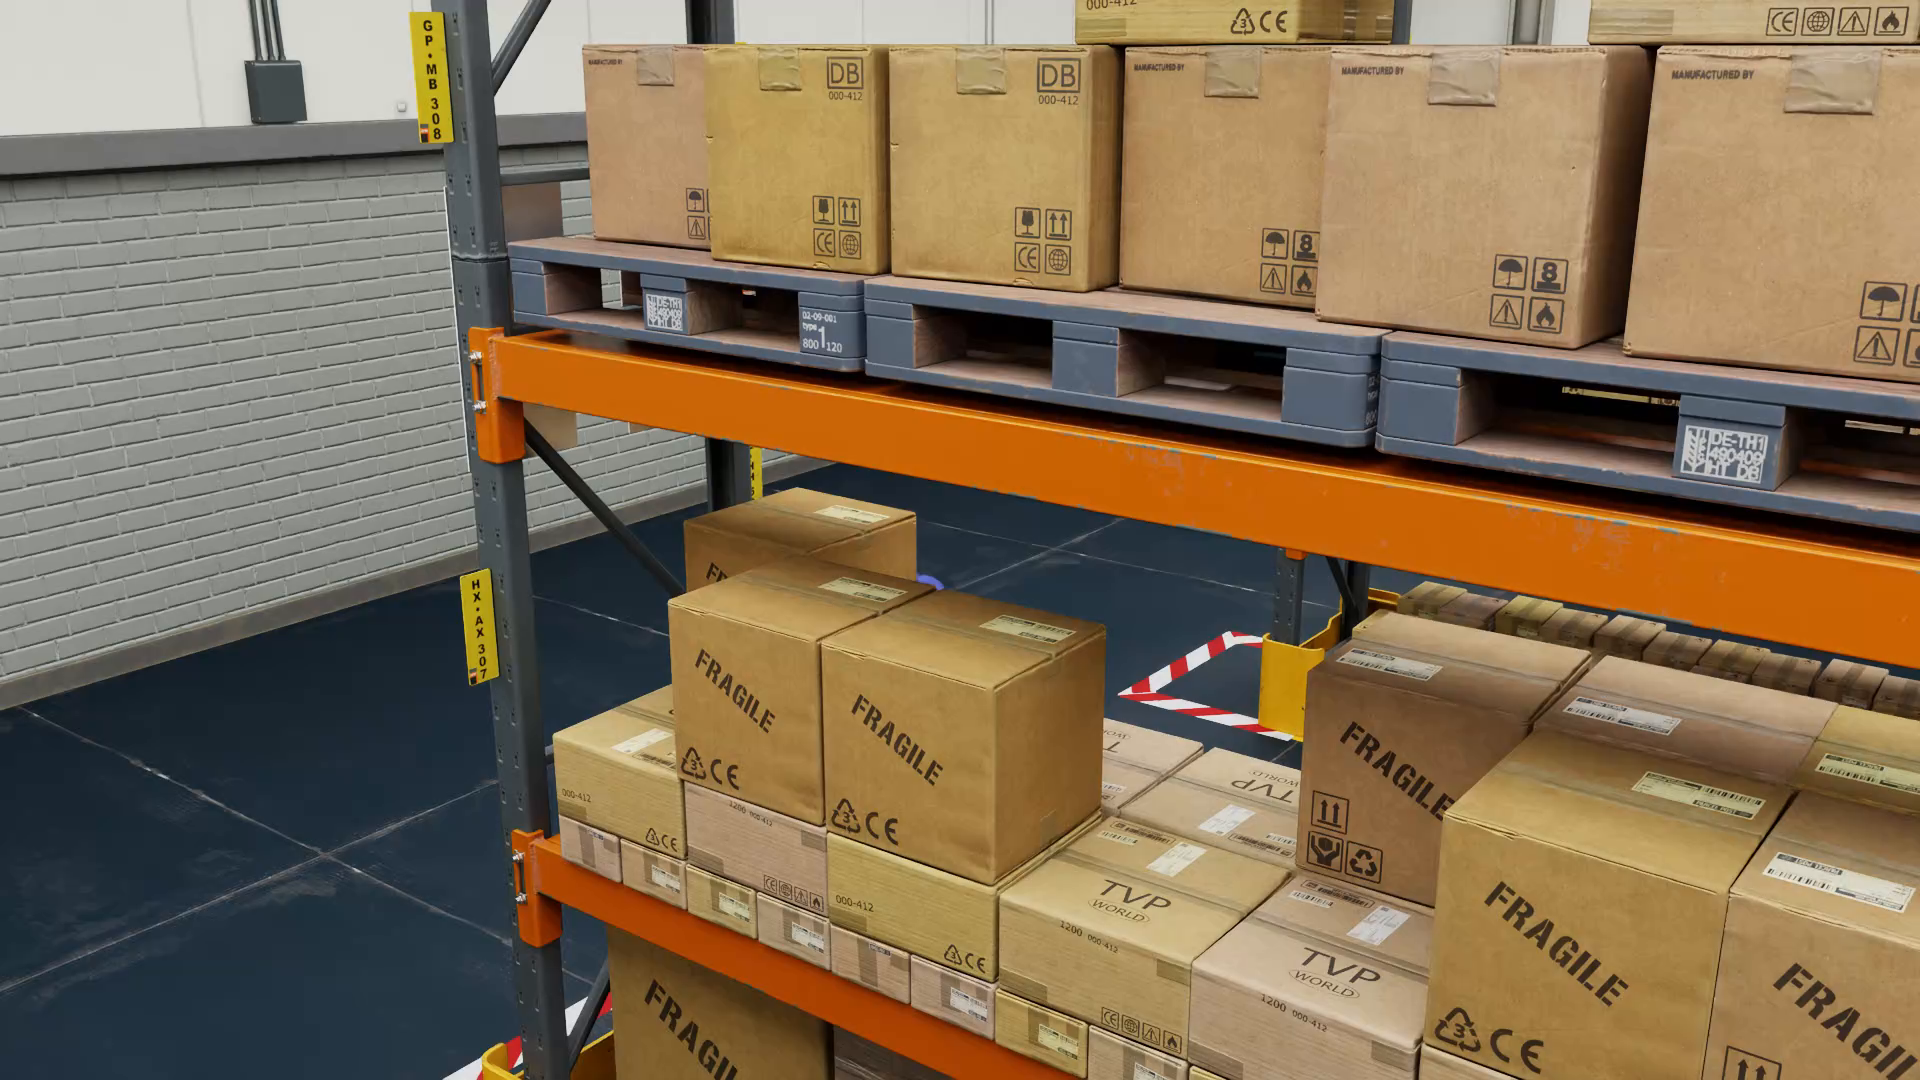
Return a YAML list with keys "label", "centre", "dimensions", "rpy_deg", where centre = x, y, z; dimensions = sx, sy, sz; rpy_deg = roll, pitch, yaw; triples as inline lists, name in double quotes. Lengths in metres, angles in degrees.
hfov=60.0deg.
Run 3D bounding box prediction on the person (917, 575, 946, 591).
- label: "person"
  centre: [-0.247, 0.538, 9.039]
  dimensions: [0.483, 0.929, 0.823]
  rpy_deg: [12, 20, 35]
